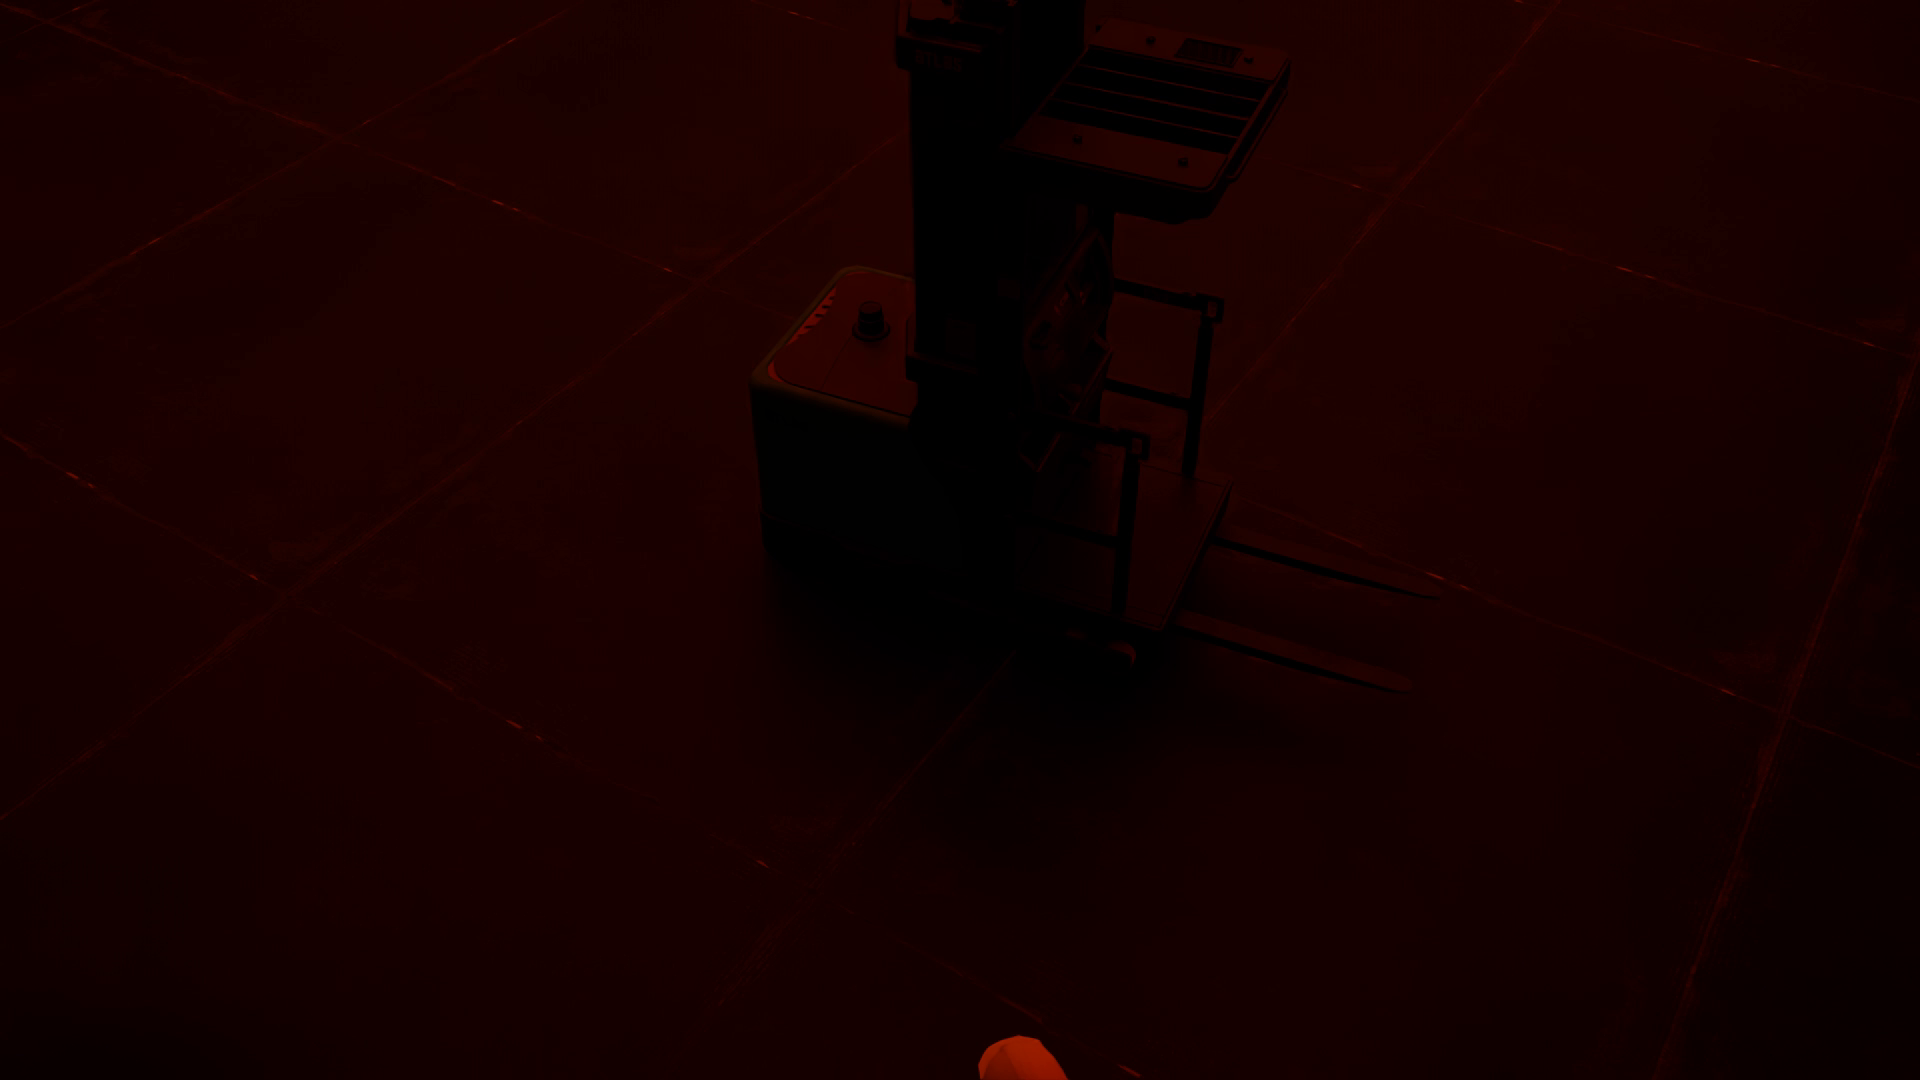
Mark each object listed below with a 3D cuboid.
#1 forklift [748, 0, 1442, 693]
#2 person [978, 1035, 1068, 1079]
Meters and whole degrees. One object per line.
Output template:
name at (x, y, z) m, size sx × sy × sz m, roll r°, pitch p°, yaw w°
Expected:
forklift at (0.631, -0.885, 6.782) m, size 3.031 × 2.935 × 1.130 m, roll 17°, pitch 46°, yaw 17°
person at (0.281, 1.952, 4.700) m, size 0.874 × 1.689 × 0.486 m, roll 3°, pitch 44°, yaw 3°
